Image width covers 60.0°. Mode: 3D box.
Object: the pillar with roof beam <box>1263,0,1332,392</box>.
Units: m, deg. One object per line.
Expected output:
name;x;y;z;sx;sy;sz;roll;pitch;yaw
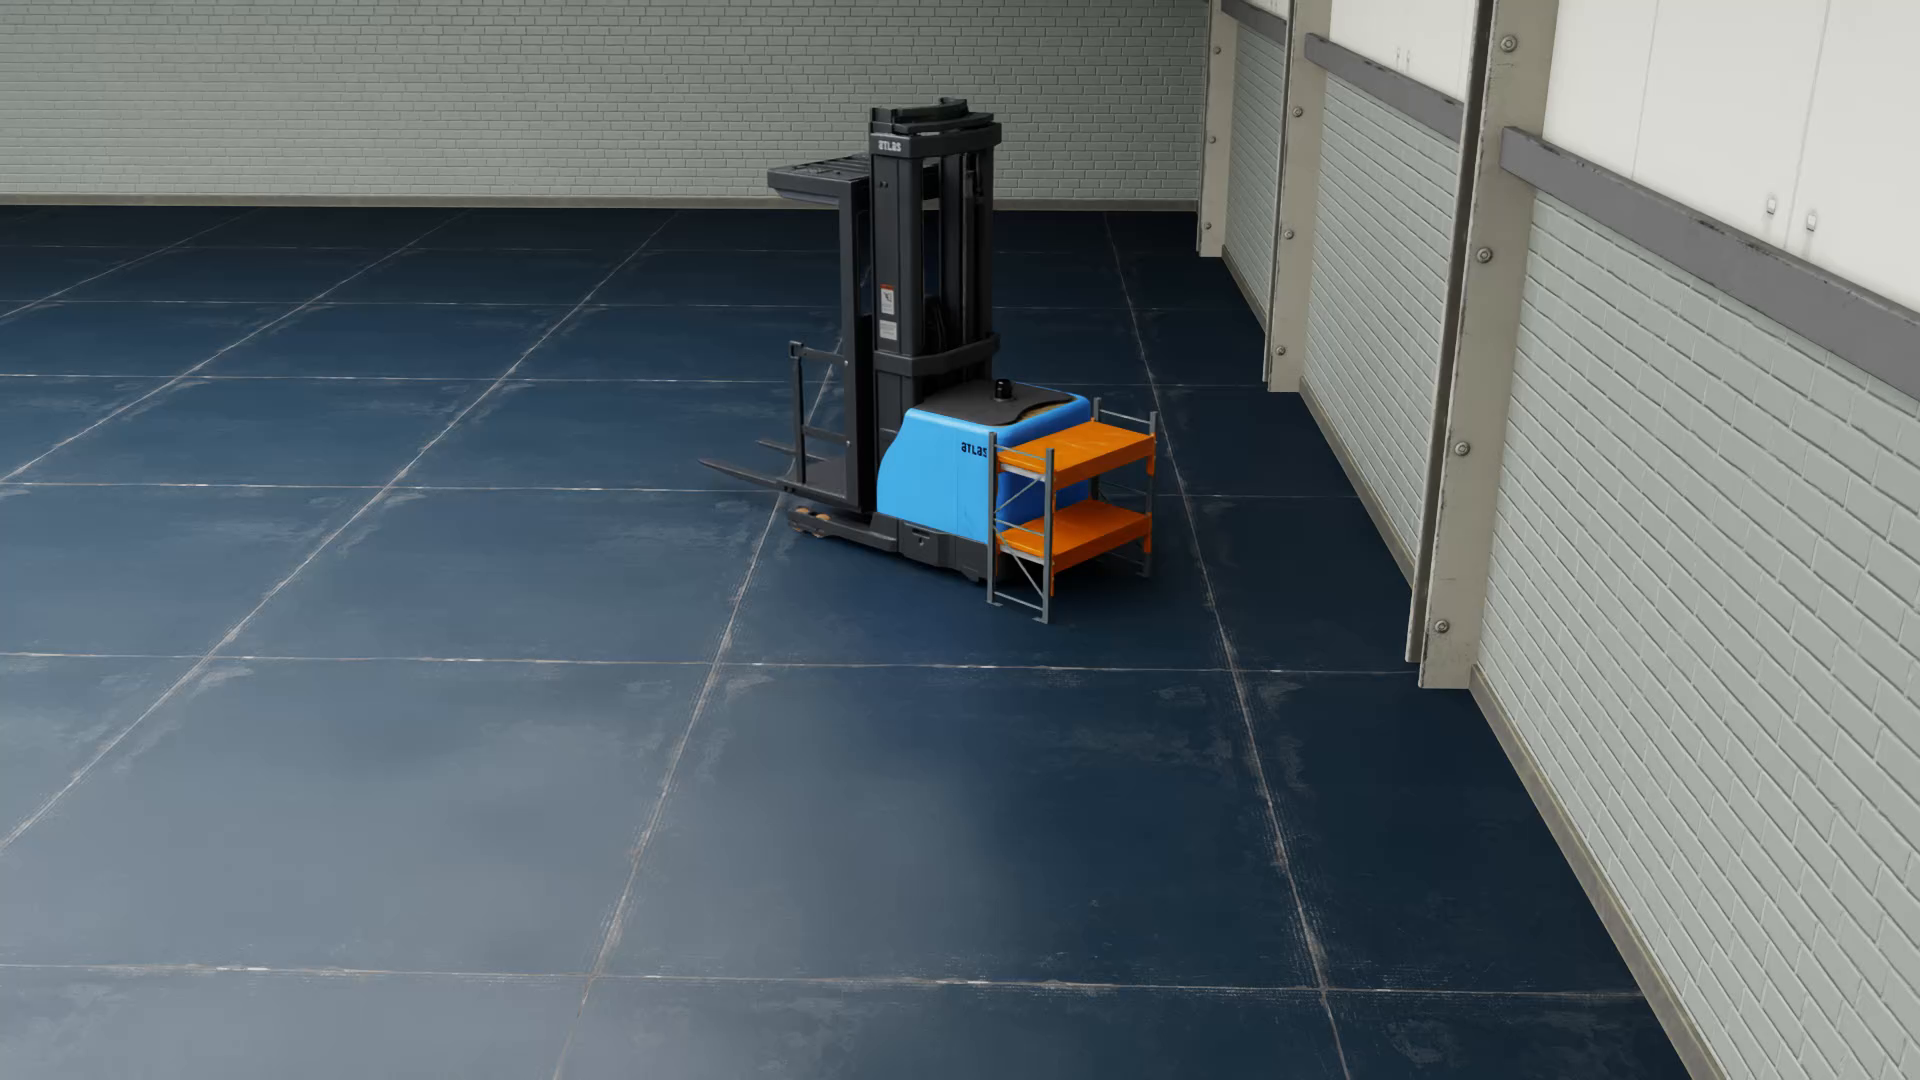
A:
pillar with roof beam;-1.365;-5.647;13.643;9.100;9.000;0.400;1;21;2

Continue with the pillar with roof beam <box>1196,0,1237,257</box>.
pillar with roof beam;-1.182;-7.817;19.234;9.100;9.000;0.400;1;21;2

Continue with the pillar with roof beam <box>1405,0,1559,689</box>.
pillar with roof beam;-1.547;-3.478;8.052;9.100;9.000;0.400;1;21;2

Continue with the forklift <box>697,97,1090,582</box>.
forklift;-0.587;-1.511;11.372;3.031;2.935;1.130;16;26;36

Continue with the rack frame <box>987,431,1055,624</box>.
rack frame;0.366;-0.072;10.160;0.500;1.125;0.032;19;28;40

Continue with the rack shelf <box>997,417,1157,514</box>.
rack shelf;0.714;-0.479;10.400;0.538;0.278;1.000;19;28;40

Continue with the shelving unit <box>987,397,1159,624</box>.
shelving unit;0.713;-0.207;10.506;0.538;1.125;1.048;19;28;40

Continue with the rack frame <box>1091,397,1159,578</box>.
rack frame;1.061;-0.341;10.852;0.500;1.125;0.032;19;28;40

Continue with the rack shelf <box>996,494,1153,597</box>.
rack shelf;0.713;0.021;10.594;0.538;0.278;1.000;19;28;40
